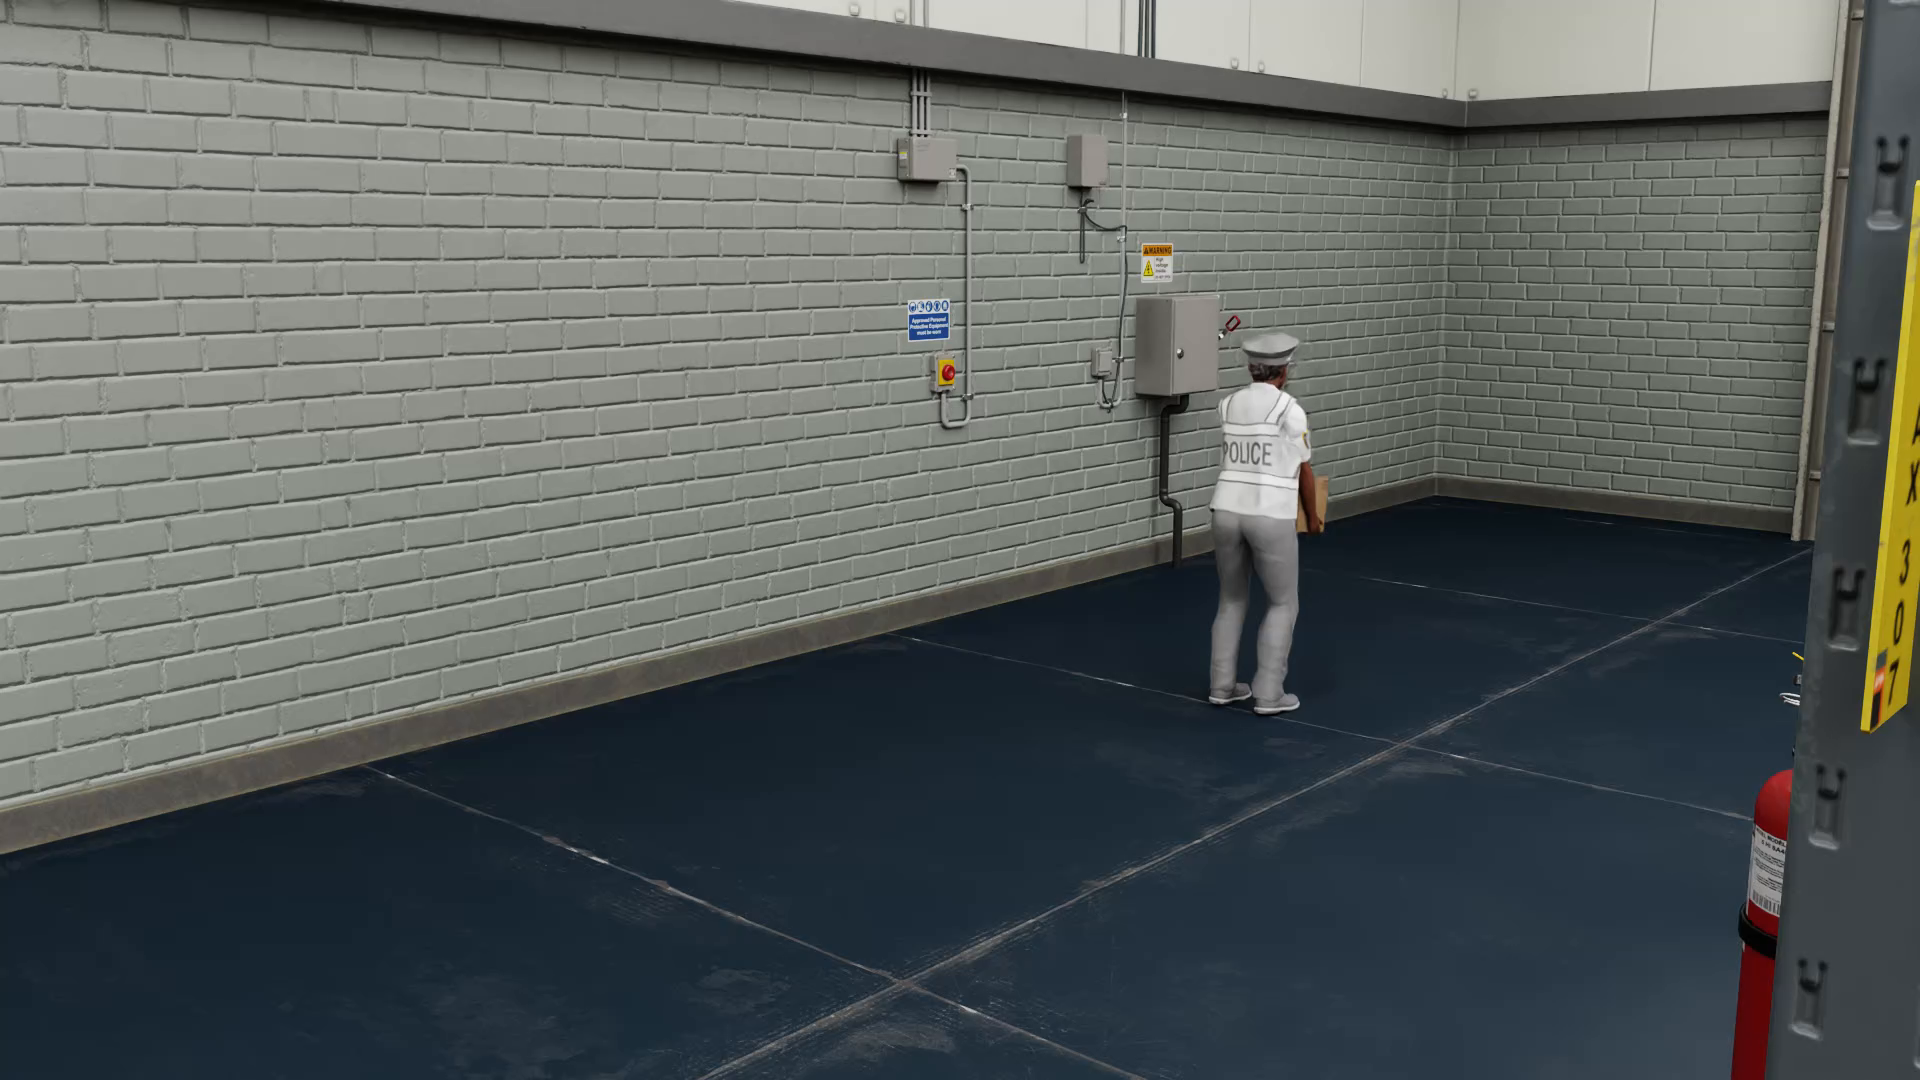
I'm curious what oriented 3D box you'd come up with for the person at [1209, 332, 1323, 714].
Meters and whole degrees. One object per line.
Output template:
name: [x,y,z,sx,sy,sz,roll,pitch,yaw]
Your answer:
person: [1.350,-0.080,7.377,0.416,1.664,0.543,9,13,40]
